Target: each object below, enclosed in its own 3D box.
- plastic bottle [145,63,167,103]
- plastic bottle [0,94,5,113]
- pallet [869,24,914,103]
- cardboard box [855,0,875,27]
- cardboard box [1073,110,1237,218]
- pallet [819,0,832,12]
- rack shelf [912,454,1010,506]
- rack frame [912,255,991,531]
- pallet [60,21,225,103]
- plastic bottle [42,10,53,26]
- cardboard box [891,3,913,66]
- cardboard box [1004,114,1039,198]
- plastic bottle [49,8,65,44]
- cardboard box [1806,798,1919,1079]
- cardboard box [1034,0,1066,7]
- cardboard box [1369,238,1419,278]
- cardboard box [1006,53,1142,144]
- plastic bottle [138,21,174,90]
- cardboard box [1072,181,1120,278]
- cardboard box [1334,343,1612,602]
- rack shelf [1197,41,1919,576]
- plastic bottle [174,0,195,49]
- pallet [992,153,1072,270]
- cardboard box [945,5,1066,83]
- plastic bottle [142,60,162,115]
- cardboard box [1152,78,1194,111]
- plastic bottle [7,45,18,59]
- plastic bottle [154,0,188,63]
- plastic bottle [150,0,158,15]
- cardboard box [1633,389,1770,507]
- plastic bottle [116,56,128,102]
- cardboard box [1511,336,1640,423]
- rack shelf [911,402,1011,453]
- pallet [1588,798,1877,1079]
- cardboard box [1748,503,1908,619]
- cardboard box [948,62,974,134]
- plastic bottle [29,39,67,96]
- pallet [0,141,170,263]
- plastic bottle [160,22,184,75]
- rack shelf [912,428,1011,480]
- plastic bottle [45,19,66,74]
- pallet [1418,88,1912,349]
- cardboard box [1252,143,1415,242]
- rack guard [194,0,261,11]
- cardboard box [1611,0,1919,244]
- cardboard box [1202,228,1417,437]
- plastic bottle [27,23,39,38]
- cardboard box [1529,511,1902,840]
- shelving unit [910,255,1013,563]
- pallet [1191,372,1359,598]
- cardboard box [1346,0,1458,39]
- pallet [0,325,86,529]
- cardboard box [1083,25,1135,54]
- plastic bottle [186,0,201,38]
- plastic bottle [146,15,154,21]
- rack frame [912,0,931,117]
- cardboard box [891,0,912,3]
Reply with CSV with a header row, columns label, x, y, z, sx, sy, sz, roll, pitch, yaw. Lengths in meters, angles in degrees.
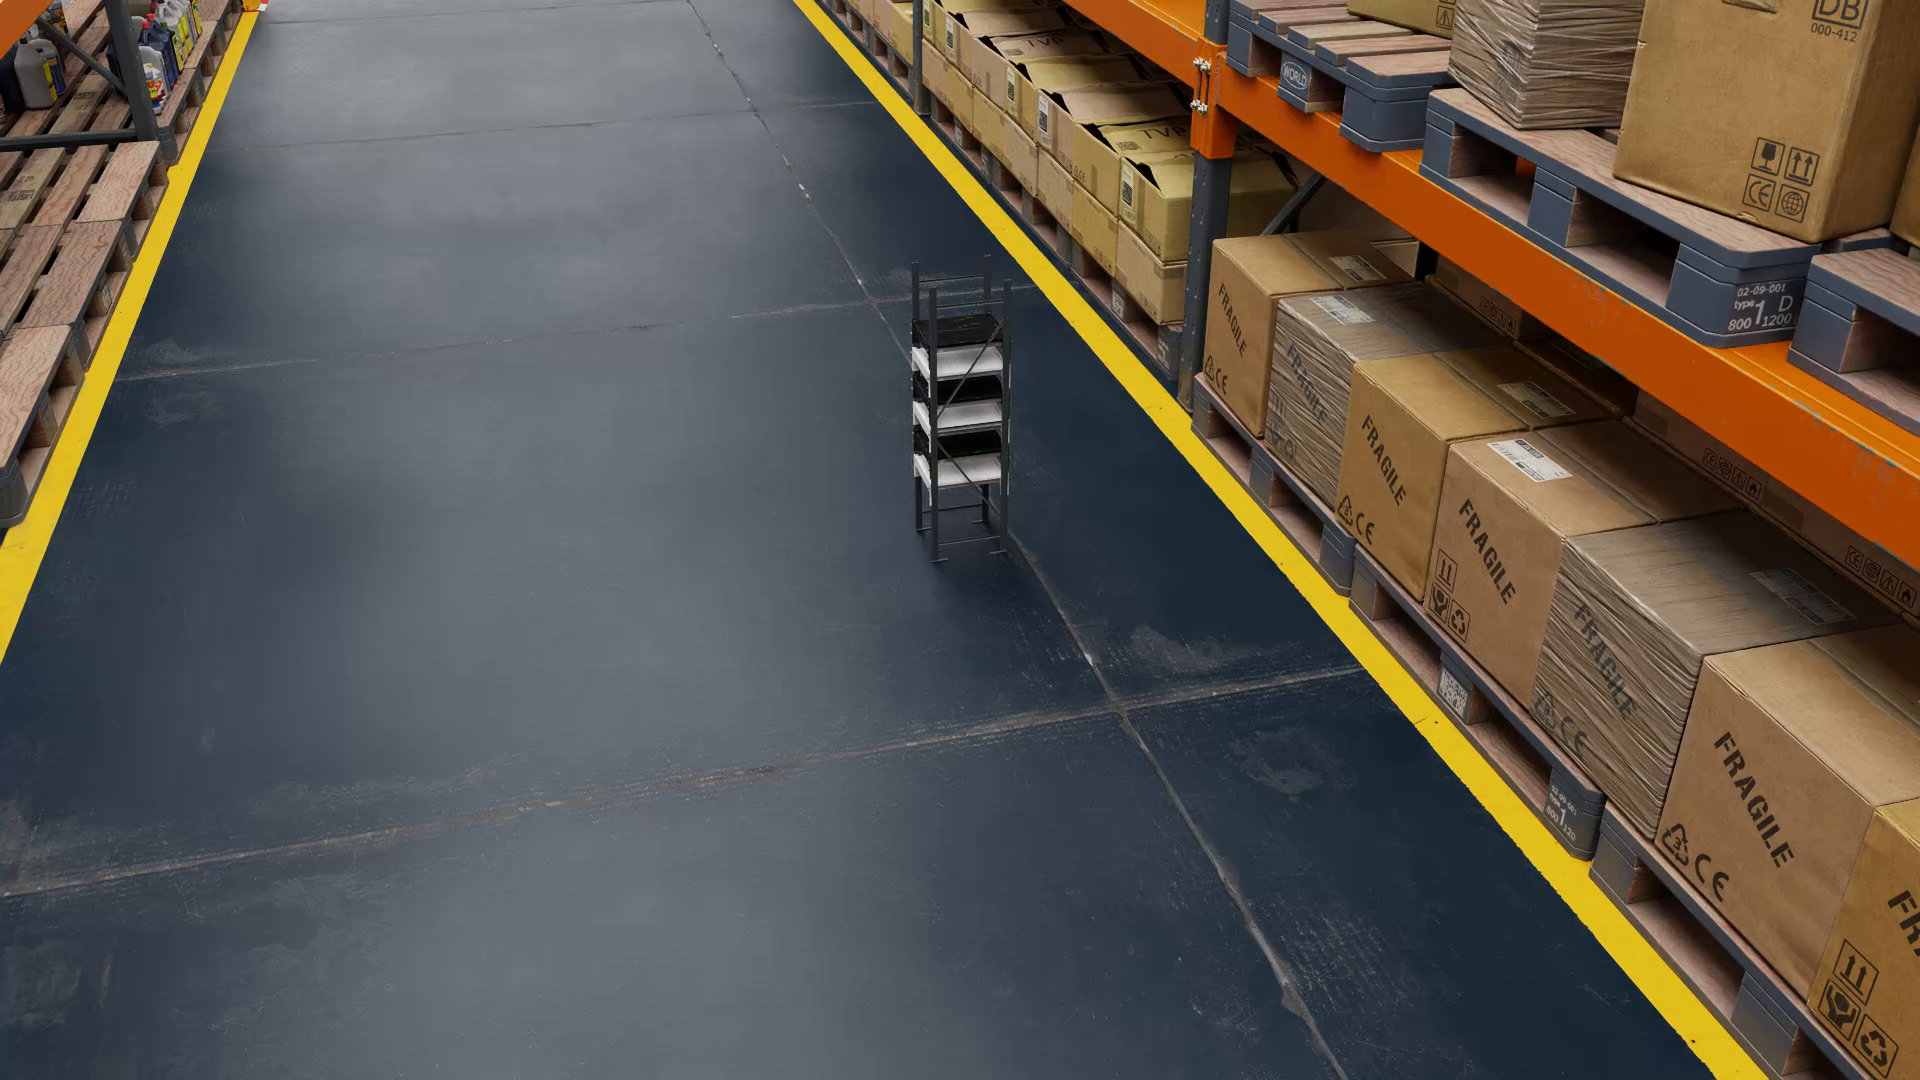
label,x,y,z,sx,sy,sz,roll,pitch,yaw
plastic bottle,-4.258,-2.409,8.771,0.097,0.201,0.097,0,30,0
plastic bottle,-4.987,-2.322,8.540,0.061,0.283,0.133,-6,31,-11
pallet,0.064,-2.959,10.151,1.003,0.211,1.213,-8,31,-13
cardboard box,-0.369,-3.445,10.533,0.500,0.250,0.500,-8,31,-13
cardboard box,0.776,-1.549,6.697,0.500,0.311,0.500,-8,31,-14
pallet,-0.583,-4.137,12.187,1.003,0.211,1.213,-8,31,-13
rack shelf,0.002,-0.201,5.125,0.258,0.077,0.200,-8,31,-13
rack frame,-0.025,-0.435,5.103,0.240,0.900,0.006,-8,31,-13
pallet,-5.007,-2.832,9.933,1.003,0.211,1.213,-8,31,-13
plastic bottle,-5.332,-2.978,9.685,0.097,0.271,0.097,0,30,0
cardboard box,-0.099,-2.962,9.699,0.500,0.250,0.500,-8,31,-13
cardboard box,0.512,-1.797,7.686,0.500,0.250,0.500,-7,31,-12
plastic bottle,-5.395,-3.063,9.902,0.097,0.201,0.097,0,30,0
cardboard box,1.951,0.779,2.965,0.500,0.500,0.500,-8,31,-14
cardboard box,0.619,-2.853,8.950,0.500,0.311,0.500,-8,31,-13
cardboard box,1.441,-1.128,6.529,0.500,0.250,0.500,-8,31,-13
cardboard box,0.514,-2.035,7.538,0.500,0.311,0.500,-7,31,-12
plastic bottle,-4.356,-2.608,8.967,0.144,0.351,0.185,-7,31,-12
cardboard box,0.782,-1.306,6.837,0.500,0.250,0.500,-8,31,-14
cardboard box,1.415,-0.200,4.657,0.500,0.500,0.500,-8,31,-14
rack shelf,1.827,-0.567,3.953,1.077,0.370,4.000,-8,31,-13
plastic bottle,-4.616,-3.041,9.790,0.152,0.276,0.135,-9,31,-15
pallet,0.796,-1.628,7.852,1.003,0.211,1.213,-8,31,-13
cardboard box,0.232,-2.535,8.401,0.500,0.311,0.500,-8,31,-14
plastic bottle,-4.204,-2.341,8.584,0.097,0.271,0.097,0,30,0
cardboard box,1.160,-1.870,7.251,0.500,0.311,0.500,-9,31,-15
plastic bottle,-5.041,-2.528,8.829,0.144,0.351,0.185,-9,31,-16
plastic bottle,-4.519,-2.904,9.479,0.144,0.351,0.185,-8,31,-14
plastic bottle,-4.755,-3.097,9.879,0.061,0.283,0.133,-8,31,-13
cardboard box,2.066,-0.336,4.144,0.500,0.250,0.500,-8,31,-14
plastic bottle,-4.418,-2.484,8.820,0.061,0.283,0.133,-8,31,-13
cardboard box,1.908,-0.282,4.799,0.500,0.500,0.500,-9,31,-15
rack shelf,0.002,-0.357,5.034,0.258,0.077,0.200,-8,31,-13
pallet,2.106,0.907,3.472,1.003,0.211,1.213,-8,31,-13
cardboard box,2.187,0.215,3.940,0.500,0.500,0.500,-7,31,-13
cardboard box,0.238,-2.293,8.542,0.500,0.250,0.500,-7,31,-12
plastic bottle,-4.905,-2.528,8.903,0.152,0.276,0.135,-8,31,-13
pallet,-4.296,-1.538,7.696,1.003,0.211,1.213,-8,31,-13
plastic bottle,-4.410,-2.755,9.288,0.061,0.283,0.133,-6,31,-11
rack shelf,0.002,-0.279,5.080,0.258,0.077,0.200,-8,31,-13
plastic bottle,-5.064,-2.749,9.277,0.061,0.283,0.133,-8,31,-13
pallet,1.817,-0.822,3.868,1.003,0.211,1.213,-8,31,-13
cardboard box,1.441,-1.370,6.389,0.500,0.311,0.500,-7,31,-12
rack guard,-5.538,-3.939,11.556,1.175,0.500,0.348,-8,31,-13
cardboard box,1.830,-0.982,3.433,0.700,0.500,0.500,-16,34,-26
cardboard box,1.142,-0.695,5.512,0.500,0.500,0.500,-7,31,-11
plastic bottle,-5.167,-2.731,9.254,0.152,0.276,0.135,-7,31,-12
cardboard box,1.695,0.297,3.798,0.500,0.500,0.500,-7,31,-13
shelving unit,0.002,-0.386,5.018,0.258,0.900,0.210,-8,31,-13
pallet,1.458,-0.271,5.508,1.003,0.211,1.213,-8,31,-13
cardboard box,1.572,-1.780,4.811,0.700,0.500,0.500,-19,35,-30
pallet,-3.648,-0.360,5.660,1.003,0.211,1.213,-8,31,-13
cardboard box,0.893,-2.361,8.100,0.500,0.311,0.500,-8,31,-13
plastic bottle,-4.645,-3.183,10.027,0.061,0.283,0.133,-7,31,-12
plastic bottle,-4.731,-2.984,9.764,0.097,0.201,0.097,0,30,0
rack frame,0.235,-3.776,8.779,1.000,3.000,0.127,-8,31,-13
cardboard box,-0.220,-3.530,9.931,0.500,0.500,0.500,-8,31,-13
